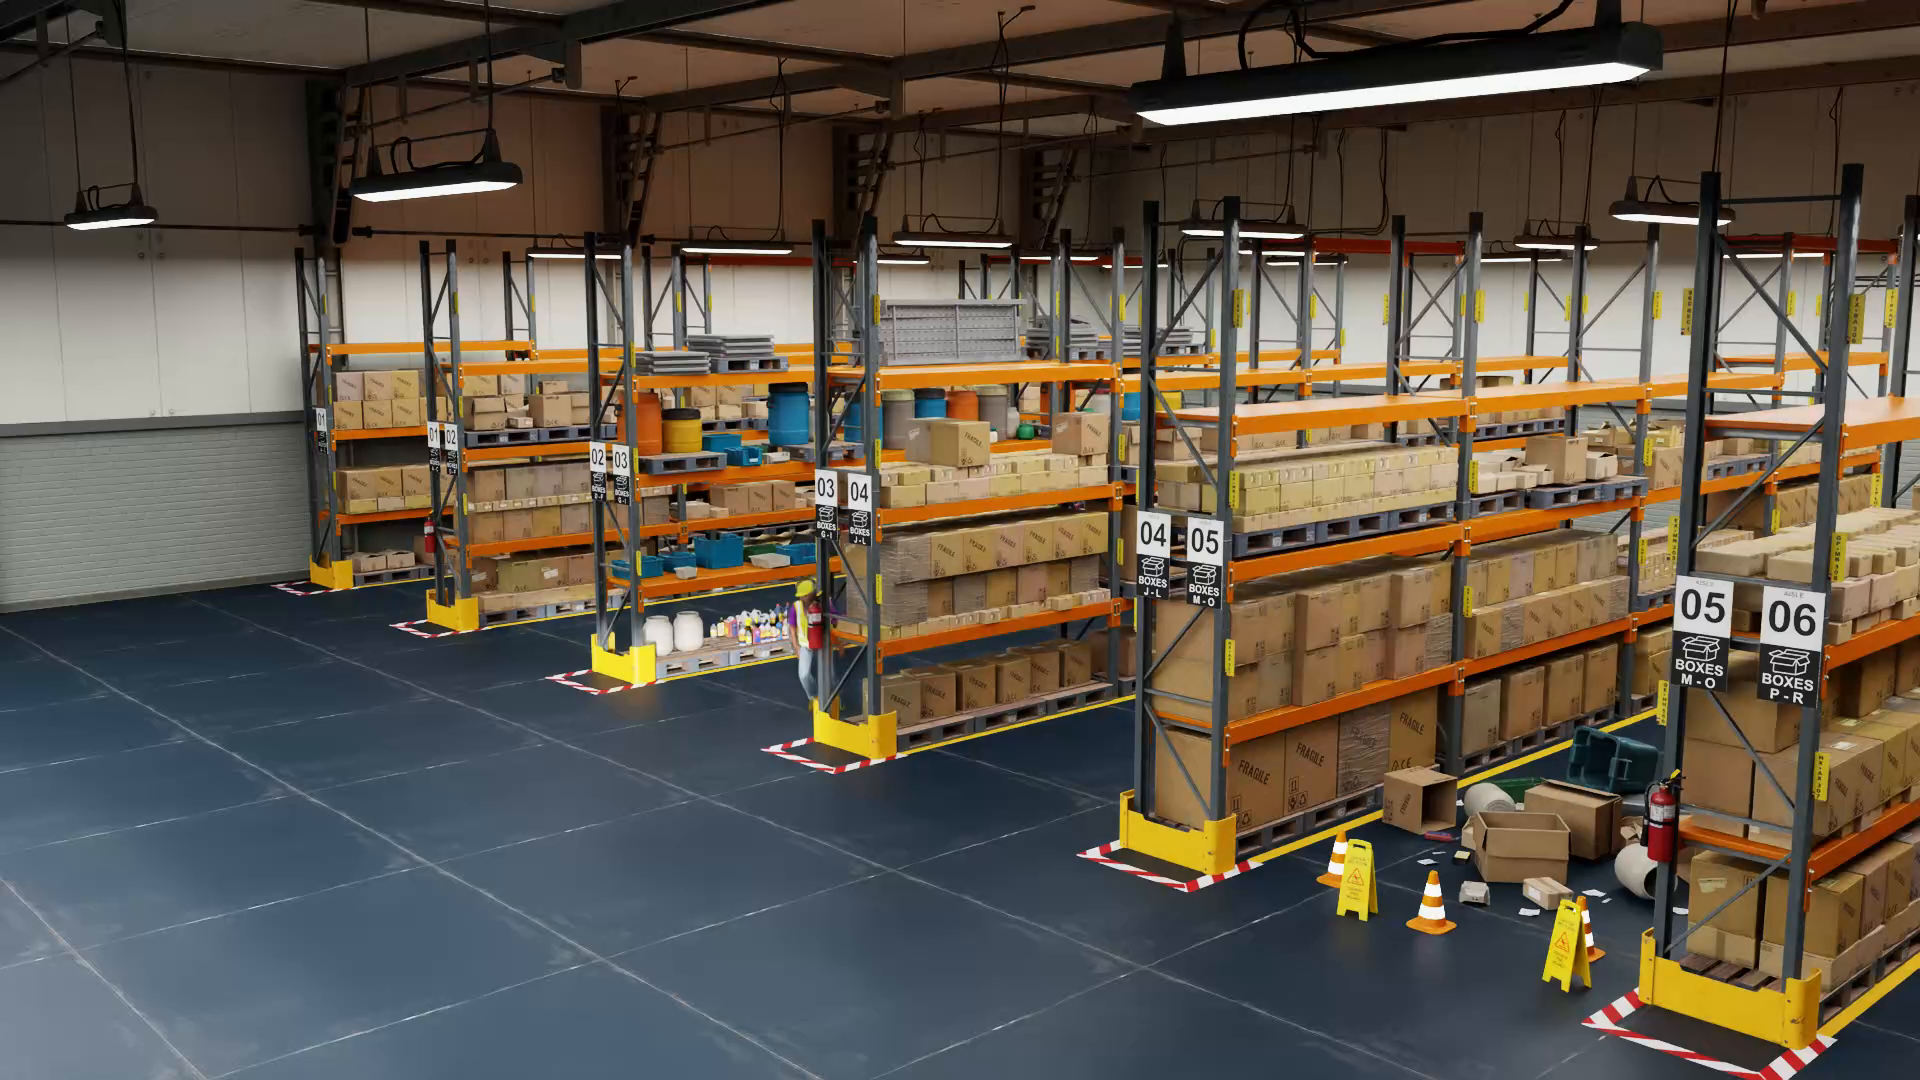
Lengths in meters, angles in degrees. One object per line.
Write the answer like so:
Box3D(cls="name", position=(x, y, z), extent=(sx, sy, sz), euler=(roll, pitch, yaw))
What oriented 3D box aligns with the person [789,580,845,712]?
Box3D(cls="person", position=(-1.778, 1.311, 20.699), extent=(0.716, 1.692, 0.637), euler=(1, 8, 5))
